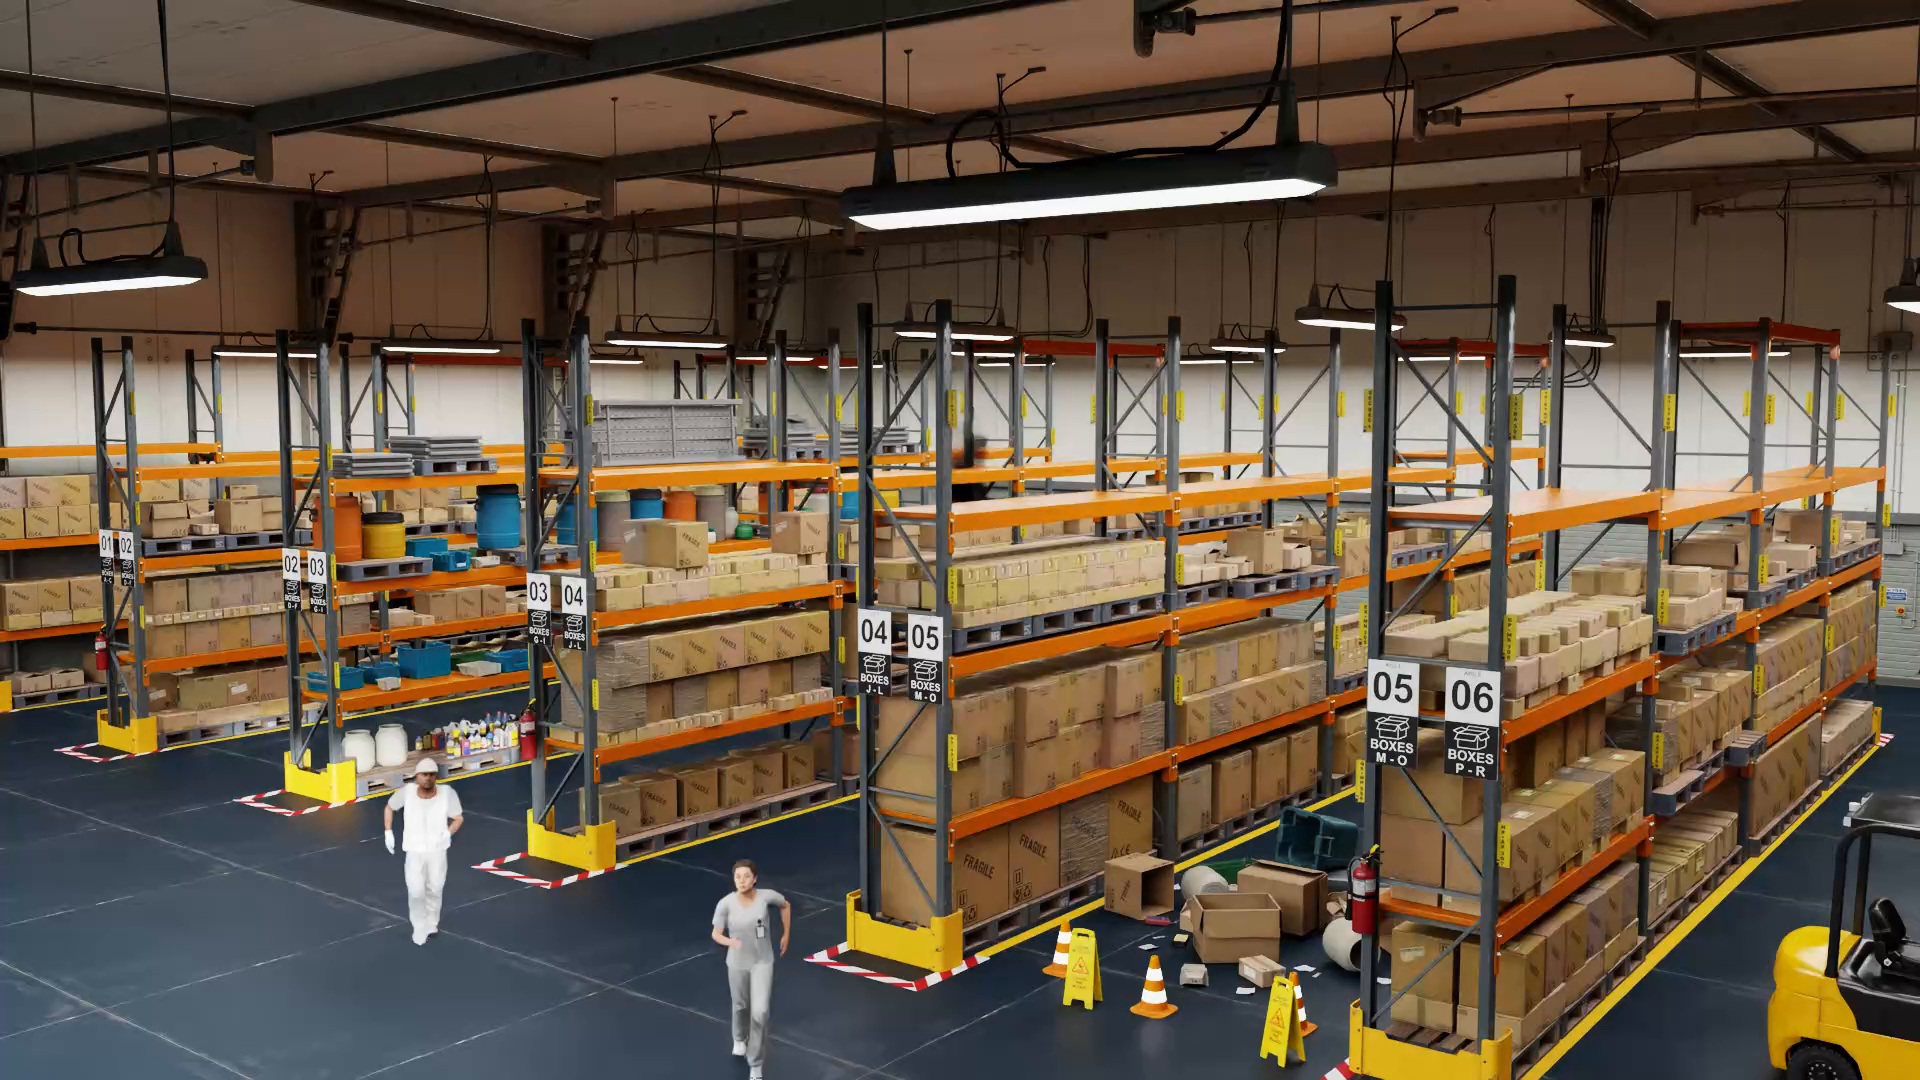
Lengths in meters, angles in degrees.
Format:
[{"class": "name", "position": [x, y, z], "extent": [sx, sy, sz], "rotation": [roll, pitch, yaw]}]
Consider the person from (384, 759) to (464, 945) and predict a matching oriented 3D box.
[{"class": "person", "position": [-5.029, 2.944, 15.659], "extent": [0.696, 1.792, 0.698], "rotation": [-2, 5, -22]}]

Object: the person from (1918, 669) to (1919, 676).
[{"class": "person", "position": [14.309, 2.200, 24.198], "extent": [0.696, 1.751, 0.800], "rotation": [2, 5, 18]}]

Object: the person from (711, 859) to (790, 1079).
[{"class": "person", "position": [-1.581, 3.238, 12.625], "extent": [0.571, 1.699, 0.876], "rotation": [0, 5, -2]}]
